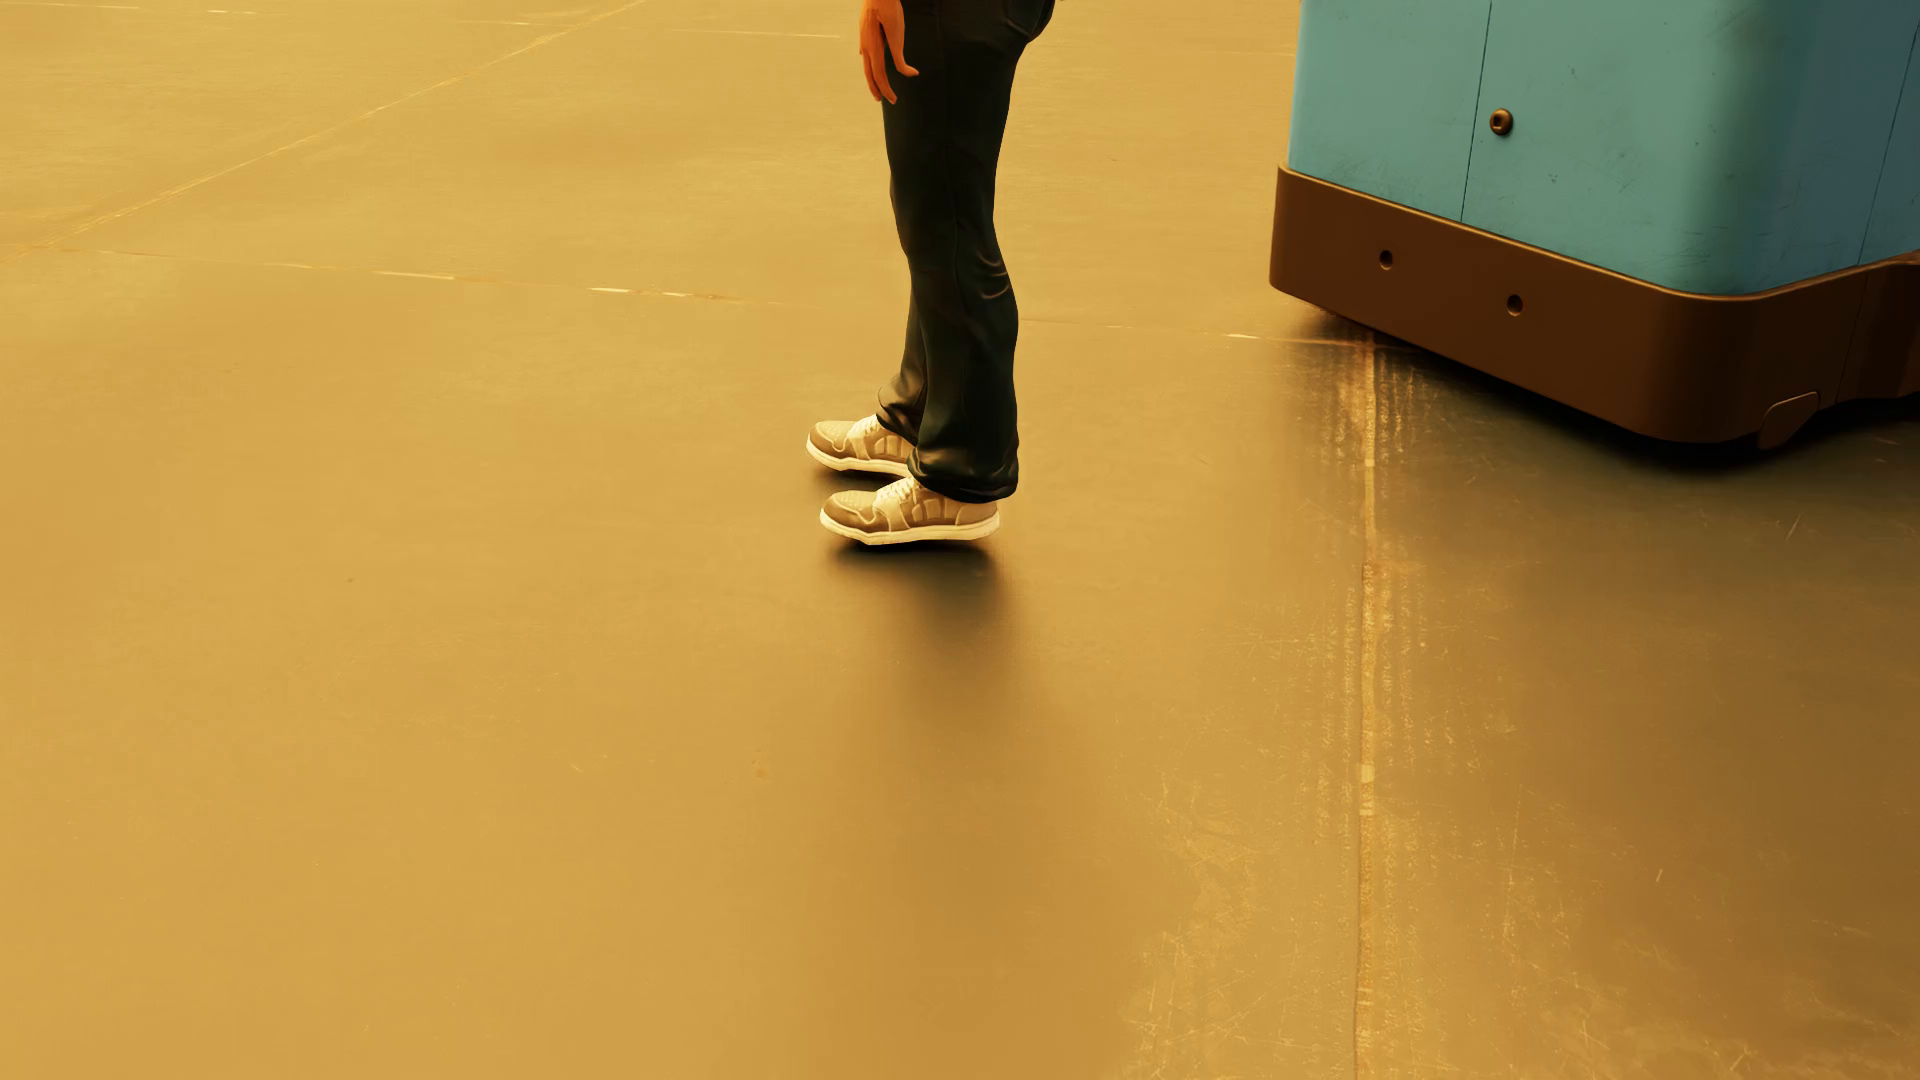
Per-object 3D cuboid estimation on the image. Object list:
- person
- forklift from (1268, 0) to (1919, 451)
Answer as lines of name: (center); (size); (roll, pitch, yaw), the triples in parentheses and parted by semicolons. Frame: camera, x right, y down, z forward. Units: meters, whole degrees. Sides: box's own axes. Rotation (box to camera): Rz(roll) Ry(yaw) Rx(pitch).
person: (-0.069, -0.733, 2.164); (0.475, 1.598, 0.519); (6, 27, 11)
forklift: (2.149, -1.940, 3.092); (3.031, 2.935, 1.130); (-16, 31, -28)
